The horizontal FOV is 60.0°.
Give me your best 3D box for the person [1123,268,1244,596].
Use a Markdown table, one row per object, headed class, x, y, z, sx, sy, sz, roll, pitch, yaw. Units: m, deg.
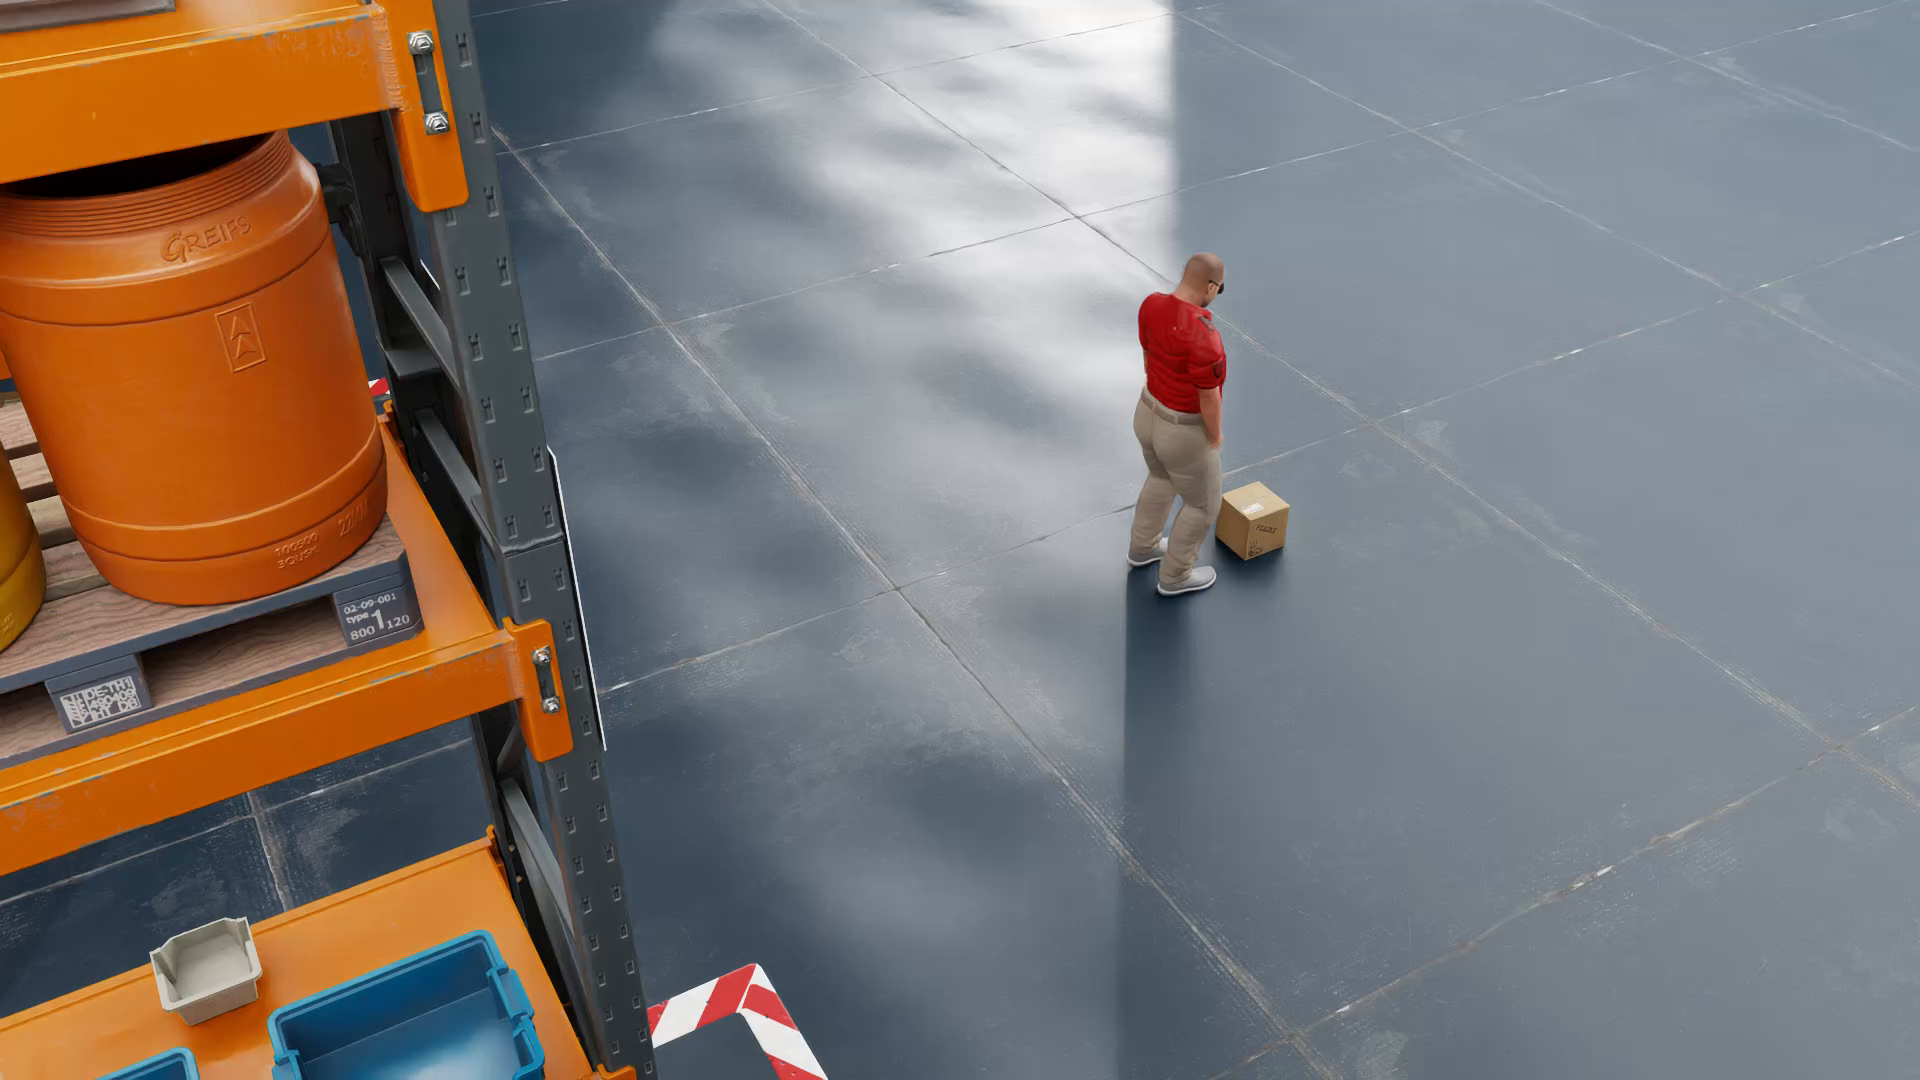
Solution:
| class | x | y | z | sx | sy | sz | roll | pitch | yaw |
| --- | --- | --- | --- | --- | --- | --- | --- | --- | --- |
| person | 1.027 | -0.502 | 7.748 | 0.550 | 1.588 | 0.578 | -18 | 40 | -23 |
